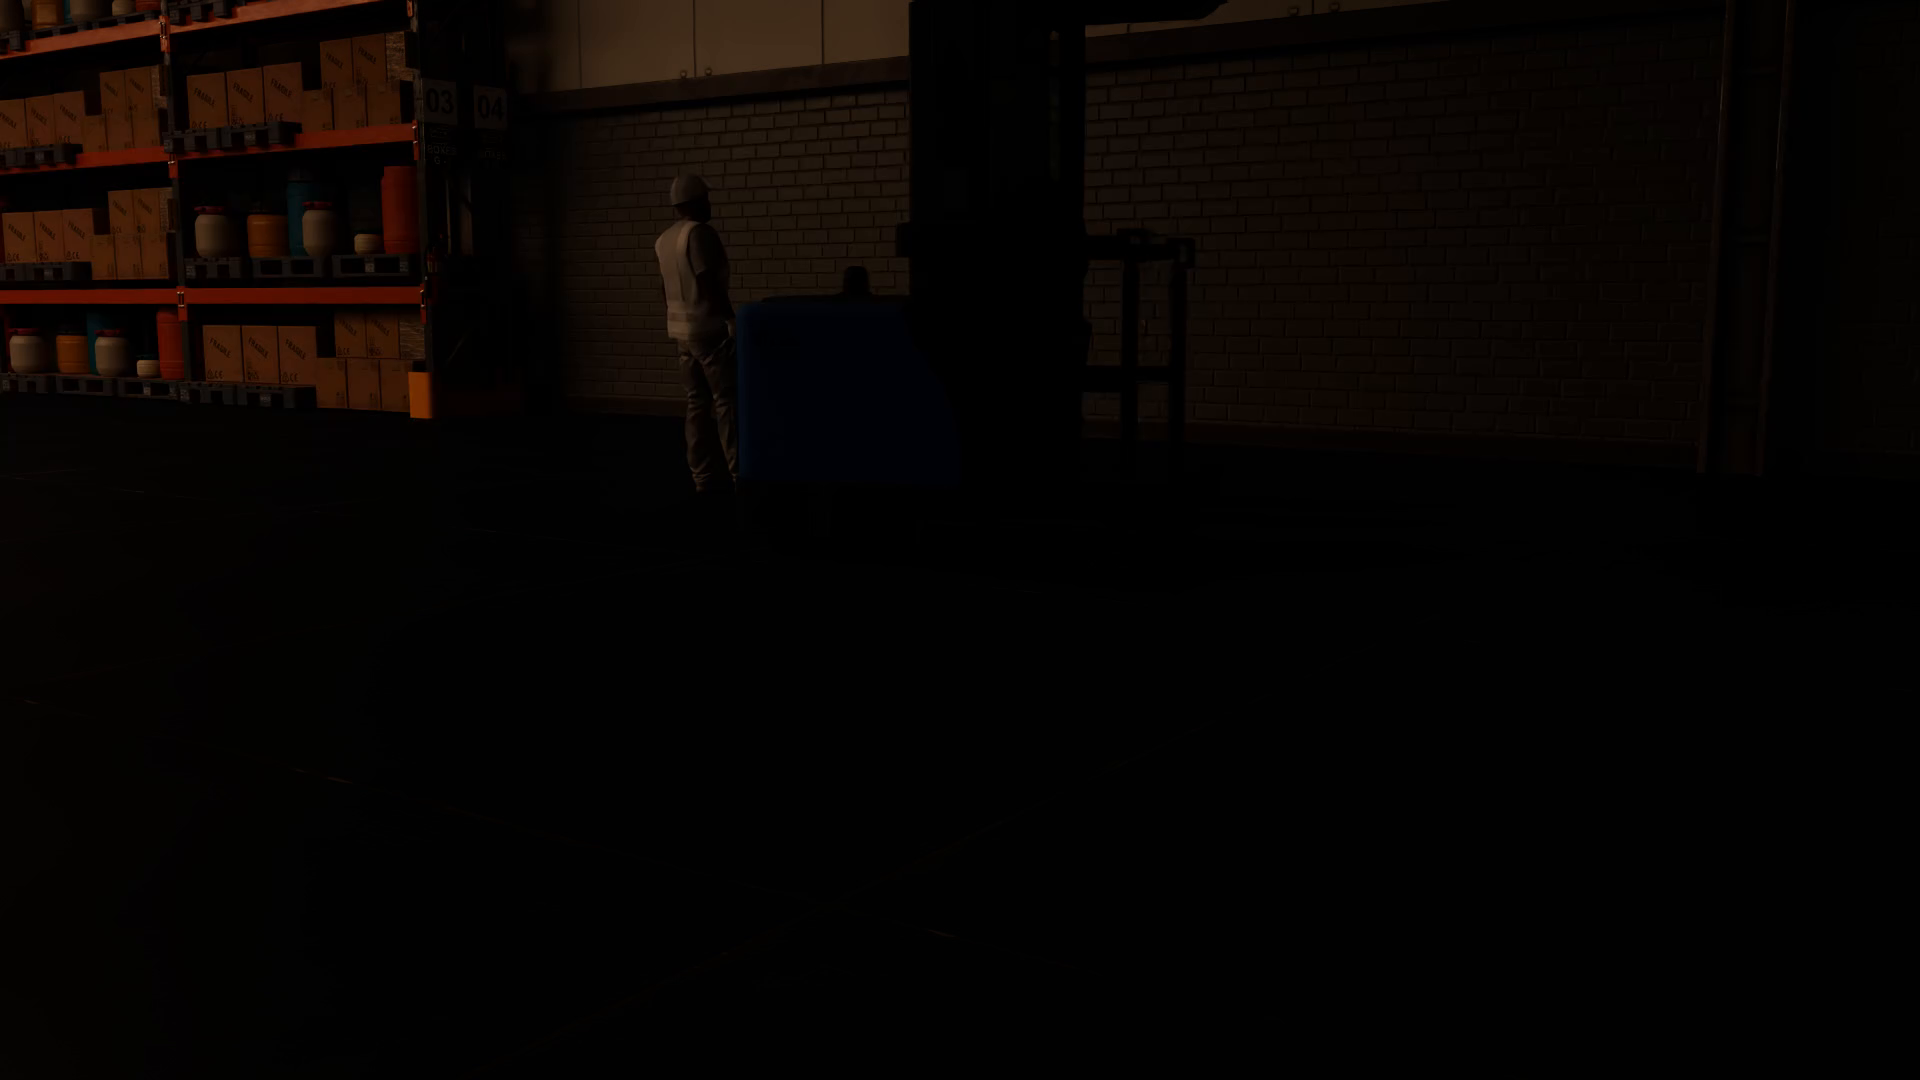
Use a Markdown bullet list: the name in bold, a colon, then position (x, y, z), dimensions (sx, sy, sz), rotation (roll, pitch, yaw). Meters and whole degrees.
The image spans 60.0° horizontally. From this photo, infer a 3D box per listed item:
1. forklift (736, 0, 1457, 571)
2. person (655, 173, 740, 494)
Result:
- **forklift**: position (0.588, -1.411, 7.117), dimensions (3.031, 2.935, 1.130), rotation (3, 9, 19)
- **person**: position (-1.379, -1.165, 9.418), dimensions (0.578, 1.783, 0.660), rotation (-6, 10, -37)
